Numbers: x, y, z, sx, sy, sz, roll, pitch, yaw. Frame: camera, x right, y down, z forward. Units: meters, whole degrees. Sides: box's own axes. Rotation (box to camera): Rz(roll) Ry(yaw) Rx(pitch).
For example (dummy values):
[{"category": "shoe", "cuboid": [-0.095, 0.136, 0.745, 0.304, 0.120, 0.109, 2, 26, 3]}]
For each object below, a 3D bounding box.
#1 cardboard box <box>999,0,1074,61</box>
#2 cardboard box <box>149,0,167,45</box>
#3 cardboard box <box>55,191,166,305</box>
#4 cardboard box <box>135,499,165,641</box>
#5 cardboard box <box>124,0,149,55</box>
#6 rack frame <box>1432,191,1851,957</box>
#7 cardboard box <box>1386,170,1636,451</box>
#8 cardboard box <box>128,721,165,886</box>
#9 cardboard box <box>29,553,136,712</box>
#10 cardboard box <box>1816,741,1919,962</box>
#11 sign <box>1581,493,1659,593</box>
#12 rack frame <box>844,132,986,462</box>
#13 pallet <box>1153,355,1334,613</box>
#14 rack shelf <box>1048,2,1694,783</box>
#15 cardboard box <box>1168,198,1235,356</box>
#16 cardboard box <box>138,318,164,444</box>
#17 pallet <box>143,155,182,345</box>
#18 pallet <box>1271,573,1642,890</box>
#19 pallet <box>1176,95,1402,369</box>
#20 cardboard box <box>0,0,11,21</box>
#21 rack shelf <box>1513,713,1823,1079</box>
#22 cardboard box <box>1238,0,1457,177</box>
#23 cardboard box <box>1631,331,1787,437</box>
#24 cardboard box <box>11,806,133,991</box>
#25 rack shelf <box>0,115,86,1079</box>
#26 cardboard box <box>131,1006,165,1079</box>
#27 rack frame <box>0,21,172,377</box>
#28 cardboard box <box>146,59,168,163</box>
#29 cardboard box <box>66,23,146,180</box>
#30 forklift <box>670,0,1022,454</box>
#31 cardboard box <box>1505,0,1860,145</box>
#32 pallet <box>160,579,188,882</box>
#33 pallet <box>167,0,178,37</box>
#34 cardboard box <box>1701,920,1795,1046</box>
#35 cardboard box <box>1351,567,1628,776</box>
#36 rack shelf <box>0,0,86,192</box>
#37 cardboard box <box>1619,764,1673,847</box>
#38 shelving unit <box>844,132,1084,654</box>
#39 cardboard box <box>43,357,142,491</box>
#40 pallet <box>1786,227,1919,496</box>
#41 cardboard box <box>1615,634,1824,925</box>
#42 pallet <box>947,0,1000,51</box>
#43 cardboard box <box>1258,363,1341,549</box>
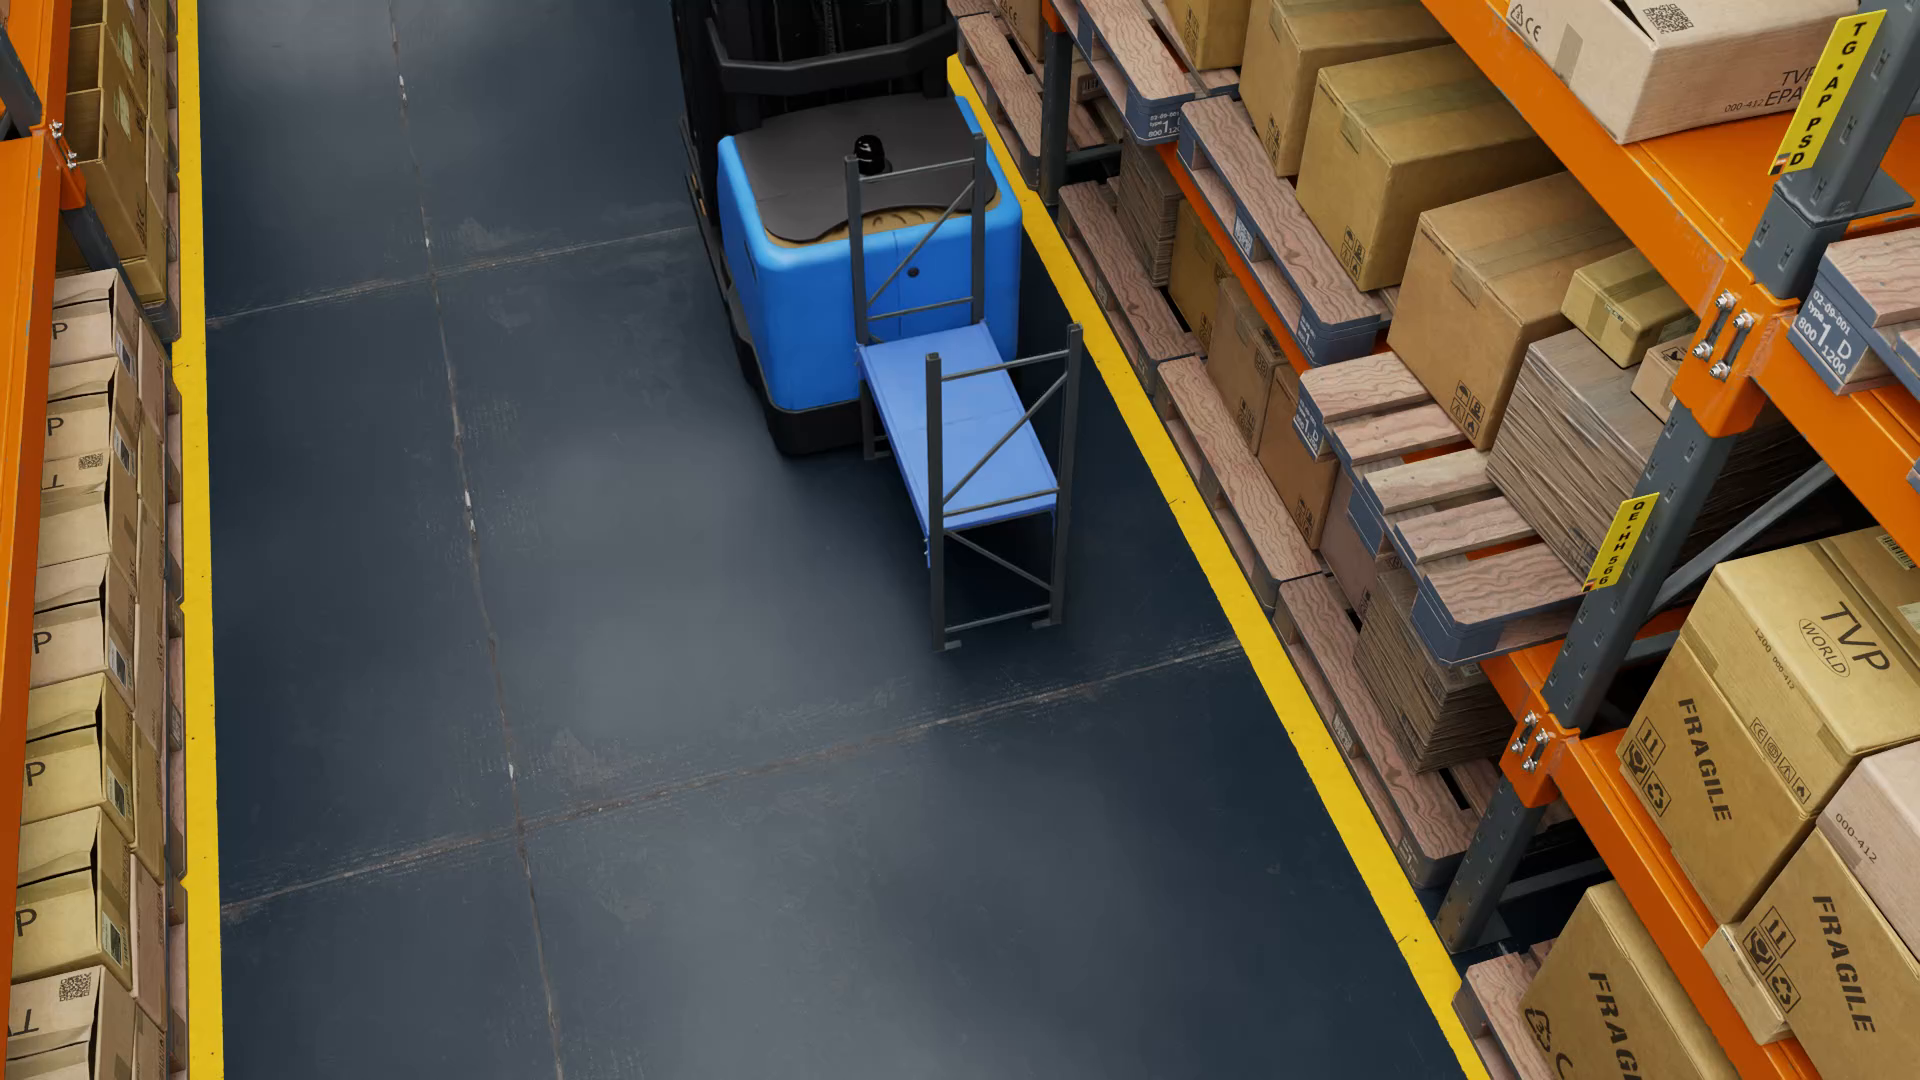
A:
[{"category": "cardboard box", "cuboid": [0.522, -2.780, 8.268, 0.500, 0.500, 0.500, -17, 52, -14]}, {"category": "cardboard box", "cuboid": [-4.297, -2.690, 8.369, 0.500, 0.250, 0.500, -13, 51, -11]}, {"category": "cardboard box", "cuboid": [-3.711, -1.228, 7.137, 0.500, 0.250, 0.500, -13, 51, -11]}, {"category": "cardboard box", "cuboid": [-3.164, 0.160, 5.967, 0.500, 0.250, 0.500, -12, 51, -10]}, {"category": "cardboard box", "cuboid": [-4.147, -2.567, 7.775, 0.500, 0.500, 0.500, -13, 51, -11]}, {"category": "rack frame", "cuboid": [2.051, 0.227, 4.386, 1.000, 3.000, 0.127, -13, 51, -11]}, {"category": "cardboard box", "cuboid": [1.711, -0.690, 4.806, 0.700, 0.500, 0.500, -18, 52, -14]}, {"category": "cardboard box", "cuboid": [-2.864, 0.906, 5.337, 0.500, 0.250, 0.500, -15, 51, -12]}, {"category": "cardboard box", "cuboid": [-3.019, 0.341, 5.447, 0.500, 0.311, 0.500, -14, 51, -11]}, {"category": "cardboard box", "cuboid": [2.098, 0.633, 3.281, 0.500, 0.250, 0.500, -14, 51, -11]}, {"category": "sign", "cuboid": [1.535, 0.009, 3.865, 0.100, 0.325, 0.005, -13, 51, -11]}, {"category": "rack frame", "cuboid": [-0.152, -0.870, 6.292, 0.500, 1.500, 0.032, -13, 51, -11]}, {"category": "pallet", "cuboid": [1.464, -0.335, 6.684, 1.003, 0.211, 1.213, -13, 51, -11]}, {"category": "rack shelf", "cuboid": [1.459, -1.002, 5.893, 1.077, 0.370, 4.000, -13, 51, -11]}, {"category": "cardboard box", "cuboid": [1.302, -1.131, 6.878, 0.700, 0.500, 0.500, -14, 51, -12]}, {"category": "cardboard box", "cuboid": [-3.464, -0.584, 6.593, 0.500, 0.250, 0.500, -14, 51, -11]}, {"category": "pallet", "cuboid": [-4.059, -1.263, 7.467, 1.003, 0.211, 1.213, -13, 51, -11]}, {"category": "pallet", "cuboid": [1.821, 0.555, 5.934, 1.003, 0.211, 1.213, -13, 51, -11]}, {"category": "pallet", "cuboid": [1.426, -1.148, 5.671, 1.003, 0.211, 1.213, -13, 51, -11]}, {"category": "cardboard box", "cuboid": [-4.163, -2.310, 6.460, 0.700, 0.500, 0.500, -14, 51, -11]}, {"category": "rack shelf", "cuboid": [2.642, 1.920, 3.430, 1.077, 0.370, 4.000, -13, 51, -11]}, {"category": "cardboard box", "cuboid": [1.369, -1.606, 5.578, 0.700, 0.500, 0.500, -7, 50, -6]}, {"category": "cardboard box", "cuboid": [1.920, -0.401, 4.139, 0.380, 0.149, 0.250, -19, 53, -16]}, {"category": "cardboard box", "cuboid": [-2.718, 1.089, 4.817, 0.500, 0.311, 0.500, -14, 51, -12]}, {"category": "rack shelf", "cuboid": [-3.272, 0.121, 4.946, 1.077, 0.370, 4.000, -13, 51, -11]}, {"category": "cardboard box", "cuboid": [-2.555, 1.652, 4.709, 0.500, 0.250, 0.500, -13, 51, -11]}, {"category": "rack frame", "cuboid": [-3.863, -1.572, 5.903, 1.000, 3.000, 0.127, -13, 51, -11]}, {"category": "cardboard box", "cuboid": [-3.997, -1.961, 7.755, 0.500, 0.250, 0.500, -13, 51, -11]}, {"category": "cardboard box", "cuboid": [-3.857, -1.835, 7.158, 0.500, 0.500, 0.500, -13, 51, -11]}, {"category": "forklift", "cuboid": [-0.659, -2.449, 6.687, 1.130, 2.935, 3.031, -13, 51, -11]}, {"category": "cardboard box", "cuboid": [1.580, -1.182, 3.658, 0.500, 0.311, 0.500, -13, 51, -11]}, {"category": "pallet", "cuboid": [-3.244, 0.749, 5.770, 1.003, 0.211, 1.213, -13, 51, -11]}, {"category": "pallet", "cuboid": [-4.780, -3.045, 8.969, 1.003, 0.211, 1.213, -13, 51, -11]}, {"category": "cardboard box", "cuboid": [1.991, 0.994, 3.891, 0.380, 0.149, 0.250, -12, 51, -10]}, {"category": "cardboard box", "cuboid": [1.788, 0.377, 5.607, 0.700, 0.500, 0.500, -13, 51, -10]}, {"category": "rack shelf", "cuboid": [-4.455, -2.801, 7.409, 1.077, 0.370, 4.000, -13, 51, -11]}, {"category": "cardboard box", "cuboid": [1.927, 0.594, 4.228, 0.380, 0.149, 0.250, -14, 51, -12]}, {"category": "shelving unit", "cuboid": [-0.007, -0.498, 5.978, 0.538, 1.500, 1.048, -13, 51, -11]}, {"category": "cardboard box", "cuboid": [-3.310, -0.392, 6.065, 0.500, 0.311, 0.500, -12, 51, -10]}, {"category": "pallet", "cuboid": [2.292, -0.221, 2.926, 1.213, 0.211, 1.003, -11, 51, -9]}, {"category": "cardboard box", "cuboid": [1.950, 0.505, 3.879, 0.500, 0.500, 0.500, -12, 51, -10]}, {"category": "pallet", "cuboid": [0.271, -3.171, 9.075, 1.003, 0.211, 1.213, -13, 51, -11]}, {"category": "cardboard box", "cuboid": [1.573, -0.382, 6.247, 0.700, 0.500, 0.500, -14, 51, -11]}]
